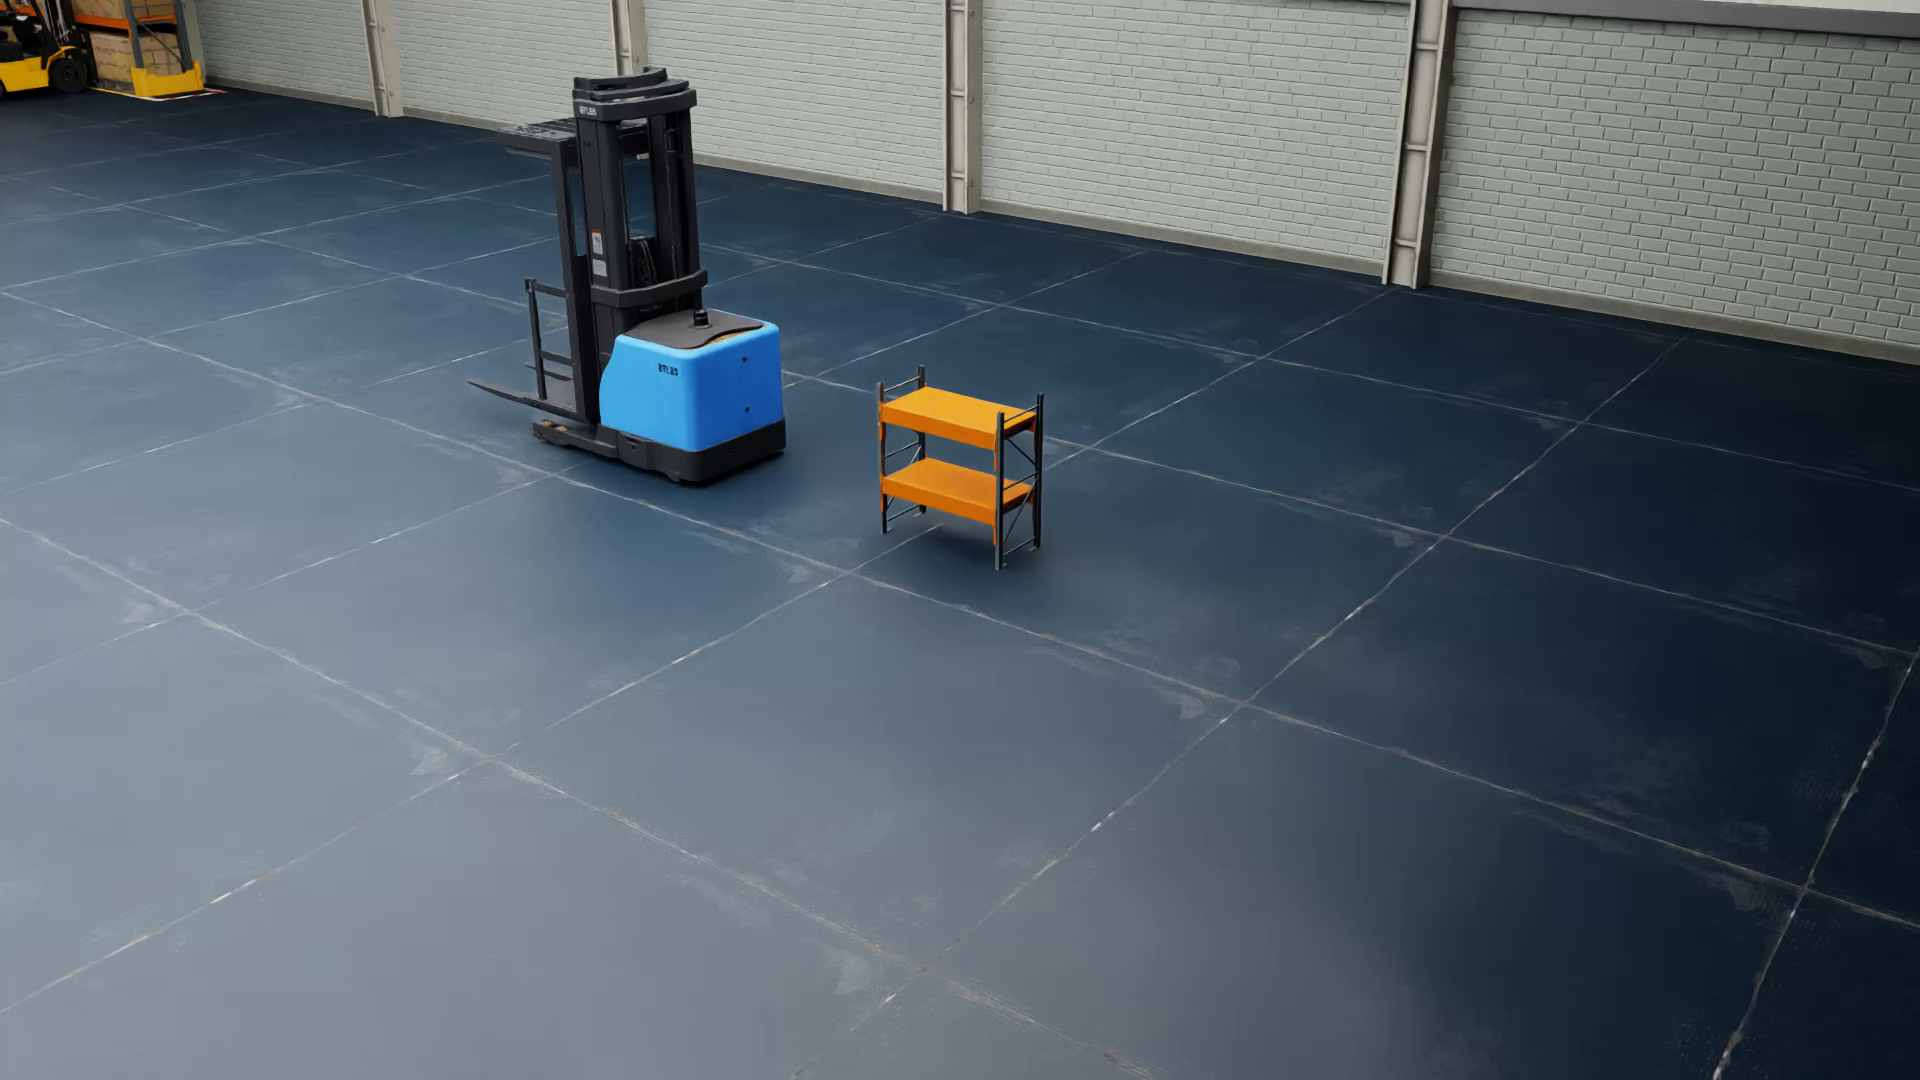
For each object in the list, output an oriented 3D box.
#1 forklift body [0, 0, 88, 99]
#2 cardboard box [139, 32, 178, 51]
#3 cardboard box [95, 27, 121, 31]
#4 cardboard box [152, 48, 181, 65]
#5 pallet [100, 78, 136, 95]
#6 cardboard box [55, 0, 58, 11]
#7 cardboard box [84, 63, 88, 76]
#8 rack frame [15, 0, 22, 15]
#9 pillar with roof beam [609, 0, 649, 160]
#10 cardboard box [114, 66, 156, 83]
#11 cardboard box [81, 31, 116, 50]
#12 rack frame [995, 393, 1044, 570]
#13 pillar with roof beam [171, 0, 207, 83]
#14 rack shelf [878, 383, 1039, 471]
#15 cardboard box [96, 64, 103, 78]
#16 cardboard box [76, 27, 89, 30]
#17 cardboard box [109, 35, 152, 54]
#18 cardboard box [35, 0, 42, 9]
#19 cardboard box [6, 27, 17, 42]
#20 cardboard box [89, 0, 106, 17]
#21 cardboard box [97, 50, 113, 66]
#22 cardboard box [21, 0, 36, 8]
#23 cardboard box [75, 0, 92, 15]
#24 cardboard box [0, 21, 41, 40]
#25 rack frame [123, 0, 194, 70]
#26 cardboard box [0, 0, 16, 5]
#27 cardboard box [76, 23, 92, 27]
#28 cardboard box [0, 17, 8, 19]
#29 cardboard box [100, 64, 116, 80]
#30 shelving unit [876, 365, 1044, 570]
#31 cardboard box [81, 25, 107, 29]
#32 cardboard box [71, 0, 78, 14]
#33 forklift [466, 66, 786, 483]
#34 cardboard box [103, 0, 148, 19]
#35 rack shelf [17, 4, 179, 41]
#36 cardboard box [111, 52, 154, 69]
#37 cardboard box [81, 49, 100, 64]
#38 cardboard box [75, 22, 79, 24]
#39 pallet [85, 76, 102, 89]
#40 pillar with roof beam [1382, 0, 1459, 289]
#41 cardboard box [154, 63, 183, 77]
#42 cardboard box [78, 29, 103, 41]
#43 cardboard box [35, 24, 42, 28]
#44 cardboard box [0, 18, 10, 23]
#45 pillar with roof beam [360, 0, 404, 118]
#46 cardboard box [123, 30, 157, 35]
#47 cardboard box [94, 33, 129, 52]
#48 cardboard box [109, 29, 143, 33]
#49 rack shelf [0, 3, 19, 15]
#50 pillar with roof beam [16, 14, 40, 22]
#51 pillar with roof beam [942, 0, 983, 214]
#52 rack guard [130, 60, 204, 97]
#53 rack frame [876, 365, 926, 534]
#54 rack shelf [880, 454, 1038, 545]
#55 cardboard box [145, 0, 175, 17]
[{"bbox_3d":[-16.969,-8.987,29.479,1.214,2.155,2.313,17,29,33],"label":"forklift body"},{"bbox_3d":[-14.629,-9.074,30.274,0.500,0.250,0.500,16,29,33],"label":"cardboard box"},{"bbox_3d":[-15.830,-9.444,31.114,0.500,0.250,0.500,16,28,32],"label":"cardboard box"},{"bbox_3d":[-14.609,-8.849,30.382,0.500,0.250,0.500,17,29,34],"label":"cardboard box"},{"bbox_3d":[-14.995,-8.401,30.554,1.213,0.211,1.003,17,29,33],"label":"pallet"},{"bbox_3d":[-16.527,-10.084,30.793,0.500,0.500,0.500,16,29,33],"label":"cardboard box"},{"bbox_3d":[-16.139,-8.816,30.929,0.500,0.250,0.500,18,29,35],"label":"cardboard box"},{"bbox_3d":[-17.559,-10.473,31.799,0.127,3.000,1.000,17,29,33],"label":"rack frame"},{"bbox_3d":[-7.354,-8.419,19.697,0.400,9.000,9.100,17,29,33],"label":"pillar with roof beam"},{"bbox_3d":[-14.923,-8.451,30.099,0.500,0.250,0.500,17,29,34],"label":"cardboard box"},{"bbox_3d":[-15.735,-9.148,30.441,0.500,0.250,0.500,17,29,34],"label":"cardboard box"},{"bbox_3d":[0.401,-0.393,11.248,0.032,1.125,0.500,17,29,33],"label":"rack frame"},{"bbox_3d":[-16.956,-11.321,26.283,0.400,9.000,9.100,17,29,33],"label":"pillar with roof beam"},{"bbox_3d":[-0.005,-0.784,11.409,1.000,0.278,0.538,17,29,33],"label":"rack shelf"},{"bbox_3d":[-15.710,-8.698,30.660,0.500,0.250,0.500,17,29,34],"label":"cardboard box"},{"bbox_3d":[-16.552,-9.402,31.019,0.500,0.250,0.500,18,29,35],"label":"cardboard box"},{"bbox_3d":[-14.913,-8.908,29.896,0.500,0.250,0.500,18,29,35],"label":"cardboard box"},{"bbox_3d":[-16.933,-10.206,31.070,0.500,0.500,0.500,17,29,34],"label":"cardboard box"},{"bbox_3d":[-17.983,-9.701,32.471,0.625,0.625,0.875,18,30,36],"label":"cardboard box"},{"bbox_3d":[-15.319,-9.714,29.952,0.500,0.500,0.500,18,29,35],"label":"cardboard box"},{"bbox_3d":[-15.330,-8.810,30.293,0.500,0.250,0.500,16,29,33],"label":"cardboard box"},{"bbox_3d":[-17.360,-10.327,31.344,0.500,0.500,0.500,16,28,32],"label":"cardboard box"},{"bbox_3d":[-15.729,-9.838,30.233,0.500,0.500,0.500,16,29,32],"label":"cardboard box"},{"bbox_3d":[-18.599,-9.891,32.902,0.625,0.625,0.875,16,29,33],"label":"cardboard box"},{"bbox_3d":[-14.358,-9.505,29.603,0.127,3.000,1.000,17,29,33],"label":"rack frame"},{"bbox_3d":[-18.119,-10.441,31.914,0.500,0.250,0.500,18,29,34],"label":"cardboard box"},{"bbox_3d":[-16.634,-9.690,31.671,0.500,0.250,0.500,16,29,33],"label":"cardboard box"},{"bbox_3d":[-19.741,-10.235,33.683,0.625,0.625,0.875,18,29,35],"label":"cardboard box"},{"bbox_3d":[-15.315,-8.574,30.379,0.500,0.250,0.500,17,29,33],"label":"cardboard box"},{"bbox_3d":[-0.005,-0.516,11.527,1.048,1.125,0.538,17,29,33],"label":"shelving unit"},{"bbox_3d":[-16.238,-9.563,31.384,0.500,0.250,0.500,17,29,34],"label":"cardboard box"},{"bbox_3d":[-16.138,-9.956,30.501,0.500,0.500,0.500,17,29,34],"label":"cardboard box"},{"bbox_3d":[-2.858,-2.244,13.208,3.031,2.935,1.130,18,29,34],"label":"forklift"},{"bbox_3d":[-14.909,-9.585,29.661,0.500,0.500,0.500,16,28,32],"label":"cardboard box"},{"bbox_3d":[-15.958,-9.660,30.846,4.000,0.370,1.077,17,29,33],"label":"rack shelf"},{"bbox_3d":[-14.935,-8.685,30.010,0.500,0.250,0.500,16,29,33],"label":"cardboard box"},{"bbox_3d":[-15.755,-8.928,30.561,0.500,0.250,0.500,16,28,32],"label":"cardboard box"},{"bbox_3d":[-17.049,-9.807,31.938,0.500,0.250,0.500,17,29,34],"label":"cardboard box"},{"bbox_3d":[-15.967,-8.696,31.224,1.213,0.211,1.003,17,29,33],"label":"pallet"},{"bbox_3d":[2.248,-5.517,13.111,0.400,9.000,9.100,17,29,33],"label":"pillar with roof beam"},{"bbox_3d":[-14.634,-8.621,30.486,0.500,0.250,0.500,17,29,34],"label":"cardboard box"},{"bbox_3d":[-16.136,-9.273,30.725,0.500,0.250,0.500,16,28,32],"label":"cardboard box"},{"bbox_3d":[-17.360,-9.646,31.571,0.500,0.250,0.500,16,29,33],"label":"cardboard box"},{"bbox_3d":[-19.202,-10.072,33.313,0.625,0.625,0.875,15,28,31],"label":"cardboard box"},{"bbox_3d":[-12.155,-9.870,22.990,0.400,9.000,9.100,17,29,33],"label":"pillar with roof beam"},{"bbox_3d":[-15.031,-9.194,30.545,0.500,0.250,0.500,17,29,33],"label":"cardboard box"},{"bbox_3d":[-15.325,-9.029,30.172,0.500,0.250,0.500,17,29,34],"label":"cardboard box"},{"bbox_3d":[-15.425,-9.318,30.828,0.500,0.250,0.500,17,29,33],"label":"cardboard box"},{"bbox_3d":[-19.159,-10.627,33.041,4.000,0.370,1.077,17,29,33],"label":"rack shelf"},{"bbox_3d":[-21.757,-12.772,29.576,0.400,9.000,9.100,17,29,33],"label":"pillar with roof beam"},{"bbox_3d":[-2.553,-6.968,16.404,0.400,9.000,9.100,17,29,33],"label":"pillar with roof beam"},{"bbox_3d":[-14.339,-8.356,30.094,0.348,0.500,1.175,17,29,33],"label":"rack guard"},{"bbox_3d":[-0.412,-0.639,11.806,0.032,1.125,0.500,17,29,33],"label":"rack frame"},{"bbox_3d":[-0.005,-0.293,11.625,1.000,0.278,0.538,17,29,33],"label":"rack shelf"},{"bbox_3d":[-14.588,-9.760,30.058,0.500,0.500,0.500,18,29,35],"label":"cardboard box"}]
